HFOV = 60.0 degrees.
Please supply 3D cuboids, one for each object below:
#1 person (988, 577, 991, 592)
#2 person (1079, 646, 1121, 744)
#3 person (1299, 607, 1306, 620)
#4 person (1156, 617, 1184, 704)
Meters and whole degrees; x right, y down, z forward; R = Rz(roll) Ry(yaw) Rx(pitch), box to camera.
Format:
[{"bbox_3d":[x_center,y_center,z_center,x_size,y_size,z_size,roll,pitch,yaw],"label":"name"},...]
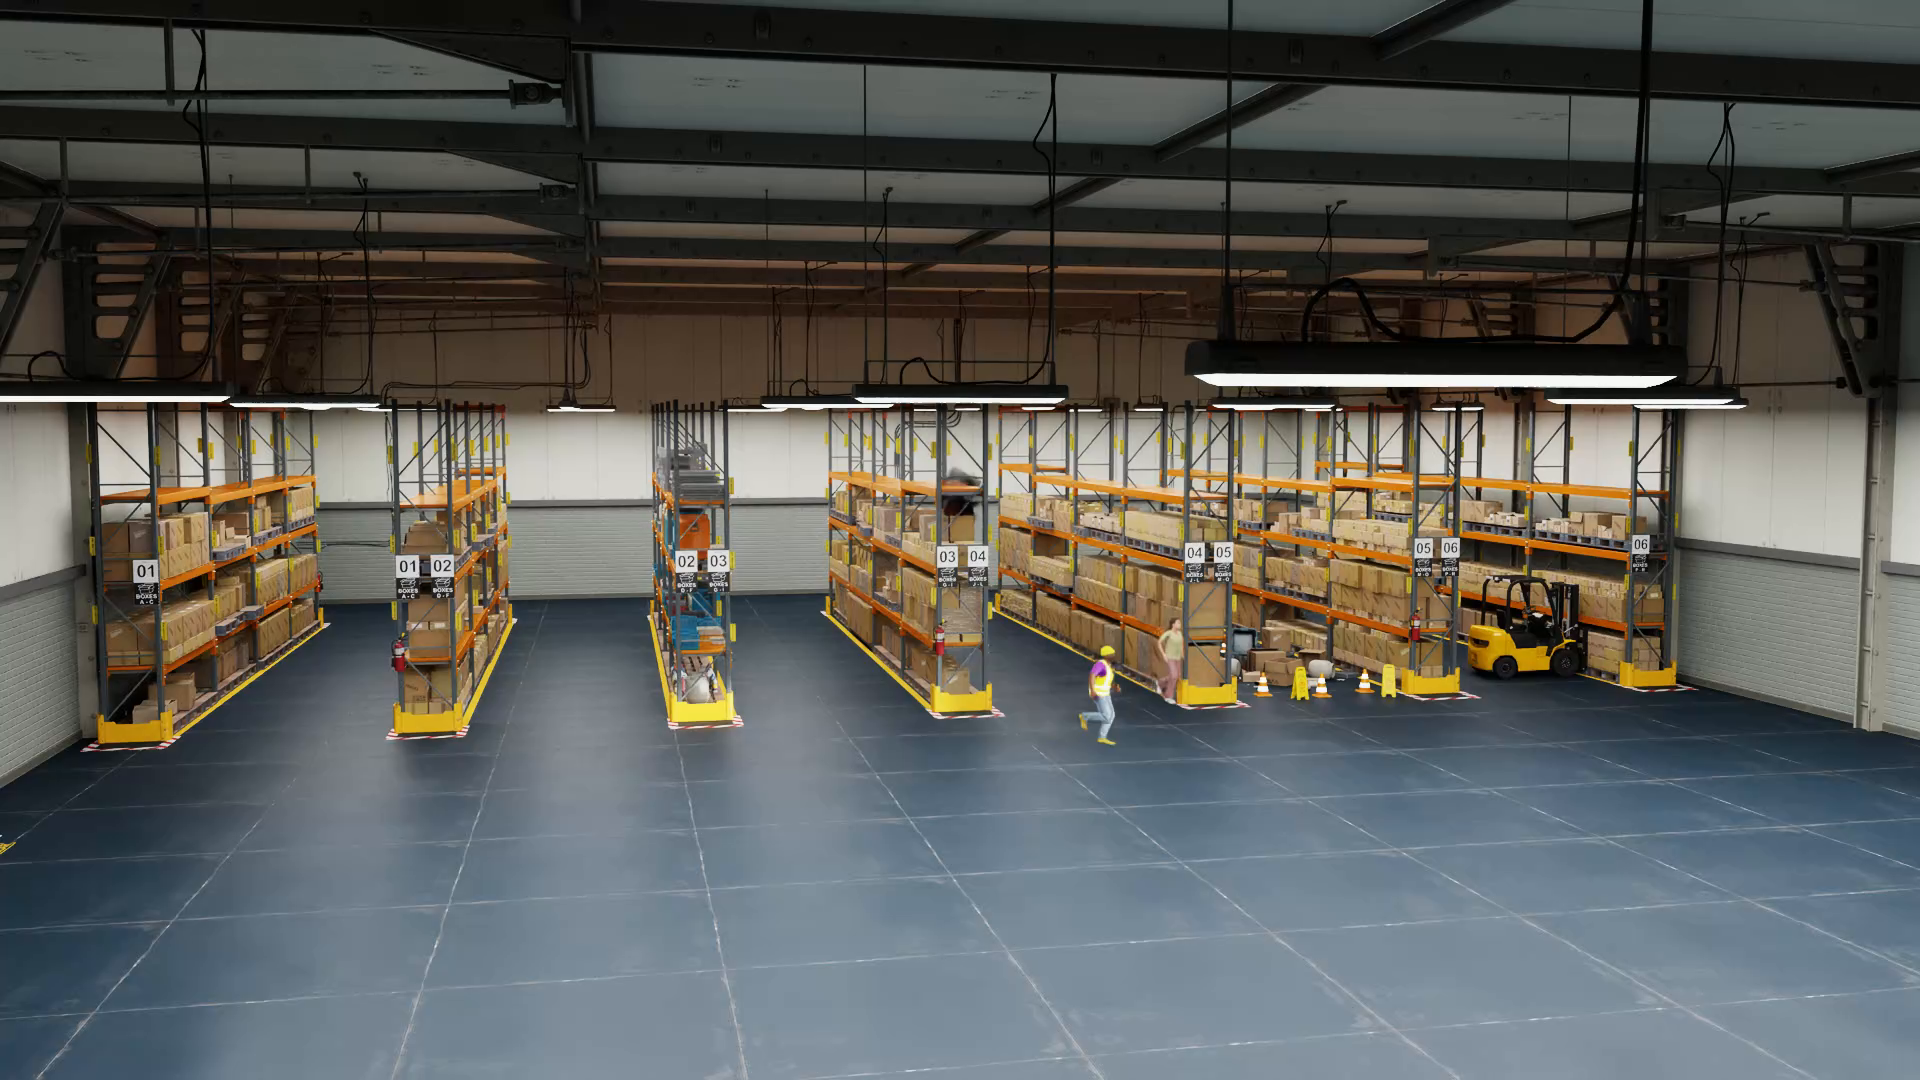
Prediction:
[{"bbox_3d":[0.551,1.483,45.710,0.621,1.617,0.548,-1,4,-14],"label":"person"},{"bbox_3d":[2.460,2.703,28.977,0.638,1.718,0.739,2,5,20],"label":"person"},{"bbox_3d":[9.112,1.465,44.729,0.728,1.789,1.112,-1,4,-8],"label":"person"},{"bbox_3d":[4.043,2.282,31.871,0.620,1.617,0.658,-3,5,-36],"label":"person"}]
